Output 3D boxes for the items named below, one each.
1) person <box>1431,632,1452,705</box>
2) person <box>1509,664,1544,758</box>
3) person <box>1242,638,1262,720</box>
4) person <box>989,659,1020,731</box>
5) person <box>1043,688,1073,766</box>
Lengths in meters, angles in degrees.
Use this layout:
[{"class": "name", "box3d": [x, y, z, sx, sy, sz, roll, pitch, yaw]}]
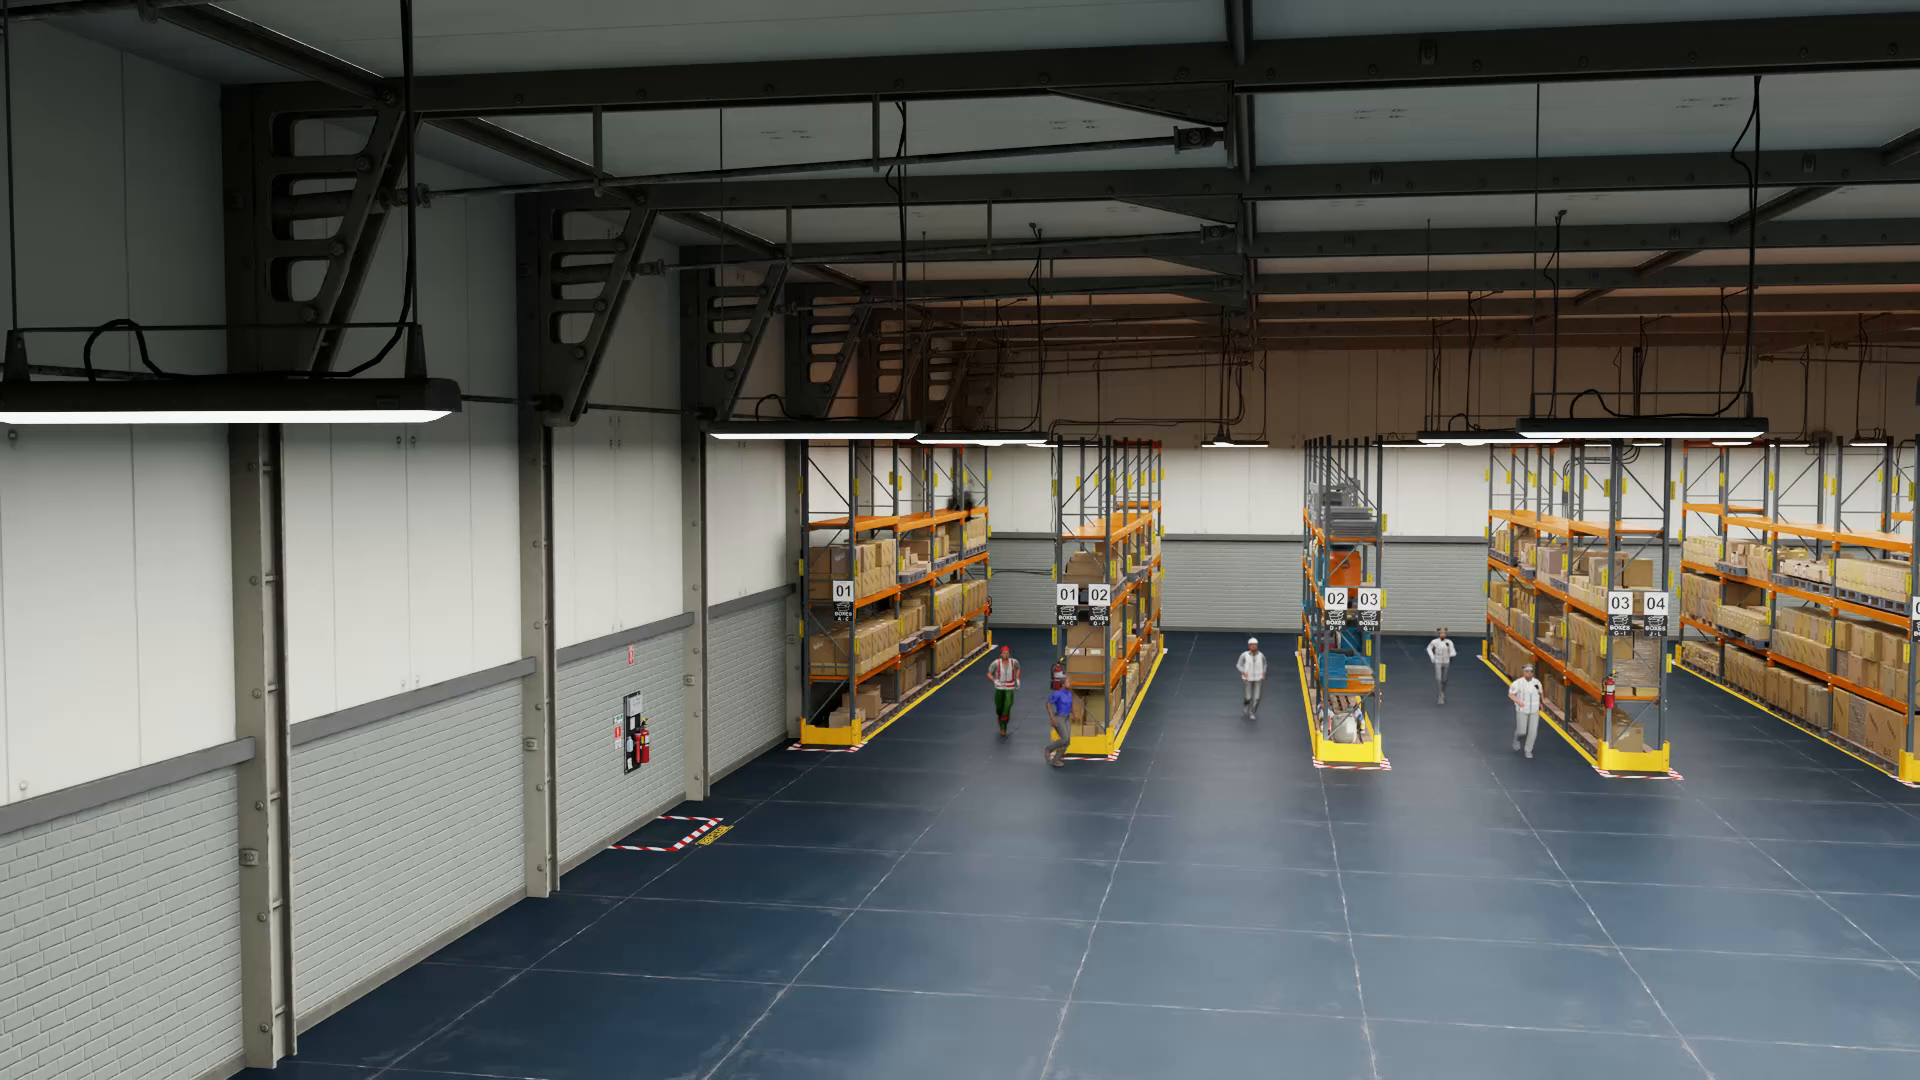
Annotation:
[{"class": "person", "box3d": [10.913, 2.843, 37.713, 0.444, 1.674, 0.830, 0, 3, 8]}, {"class": "person", "box3d": [10.595, 3.170, 31.080, 0.664, 1.737, 0.678, 0, 3, 2]}, {"class": "person", "box3d": [6.216, 2.944, 35.368, 0.418, 1.726, 0.552, 0, 3, -2]}, {"class": "person", "box3d": [0.891, 3.111, 33.688, 0.637, 1.434, 0.822, 0, 3, -4]}, {"class": "person", "box3d": [1.823, 3.387, 30.276, 0.408, 1.396, 0.615, 3, 4, 39]}]
